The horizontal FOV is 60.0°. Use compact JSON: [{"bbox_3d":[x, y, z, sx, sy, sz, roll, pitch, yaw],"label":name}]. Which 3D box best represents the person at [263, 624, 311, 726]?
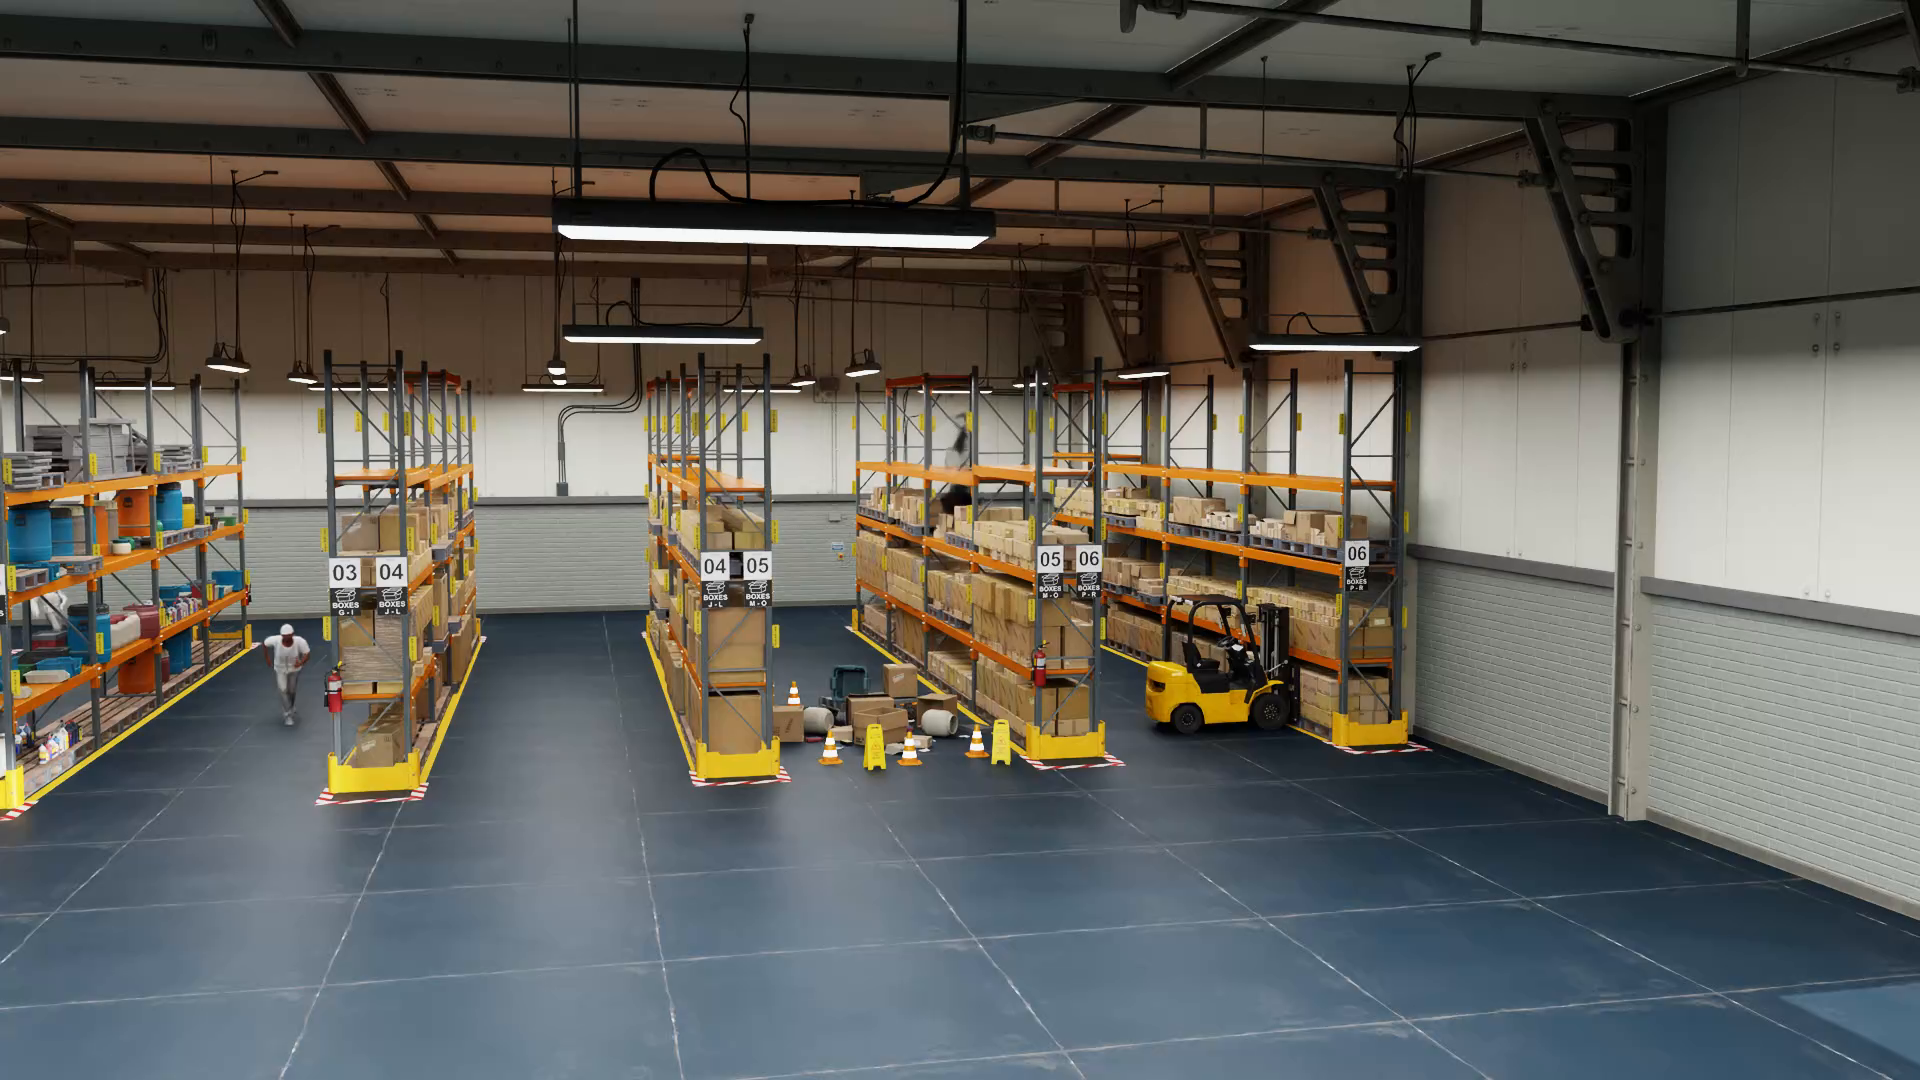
[{"bbox_3d":[-11.334,2.238,28.035,0.746,1.715,1.059,-1,4,-19],"label":"person"}]

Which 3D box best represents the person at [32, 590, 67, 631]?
[{"bbox_3d":[-19.940,1.611,36.556,0.835,1.683,0.656,3,5,37],"label":"person"}]

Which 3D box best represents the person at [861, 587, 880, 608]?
[{"bbox_3d":[-2.176,1.252,41.424,0.595,1.734,0.660,-2,4,-22],"label":"person"}]
